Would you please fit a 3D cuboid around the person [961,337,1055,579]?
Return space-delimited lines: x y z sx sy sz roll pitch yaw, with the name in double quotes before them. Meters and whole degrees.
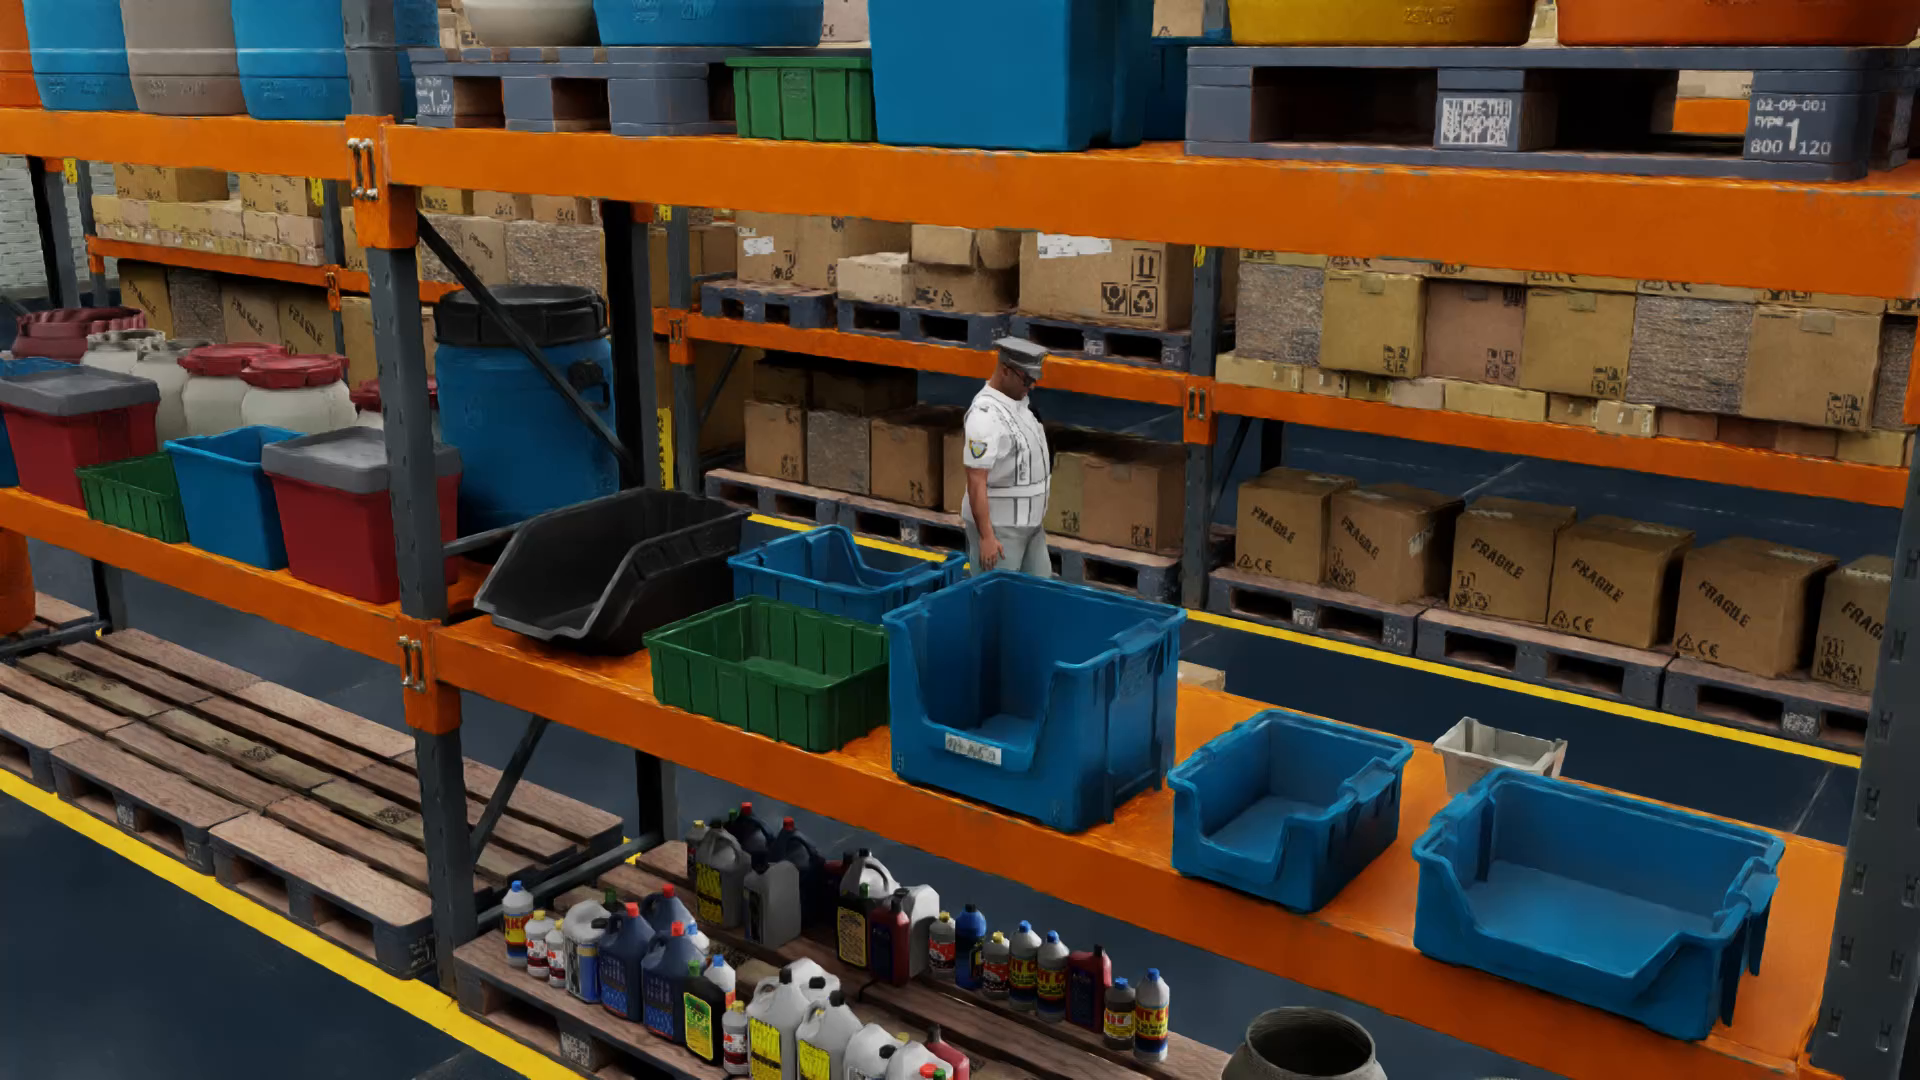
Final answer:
"person" 0.268 -0.092 7.787 0.481 1.741 0.689 5 17 18
